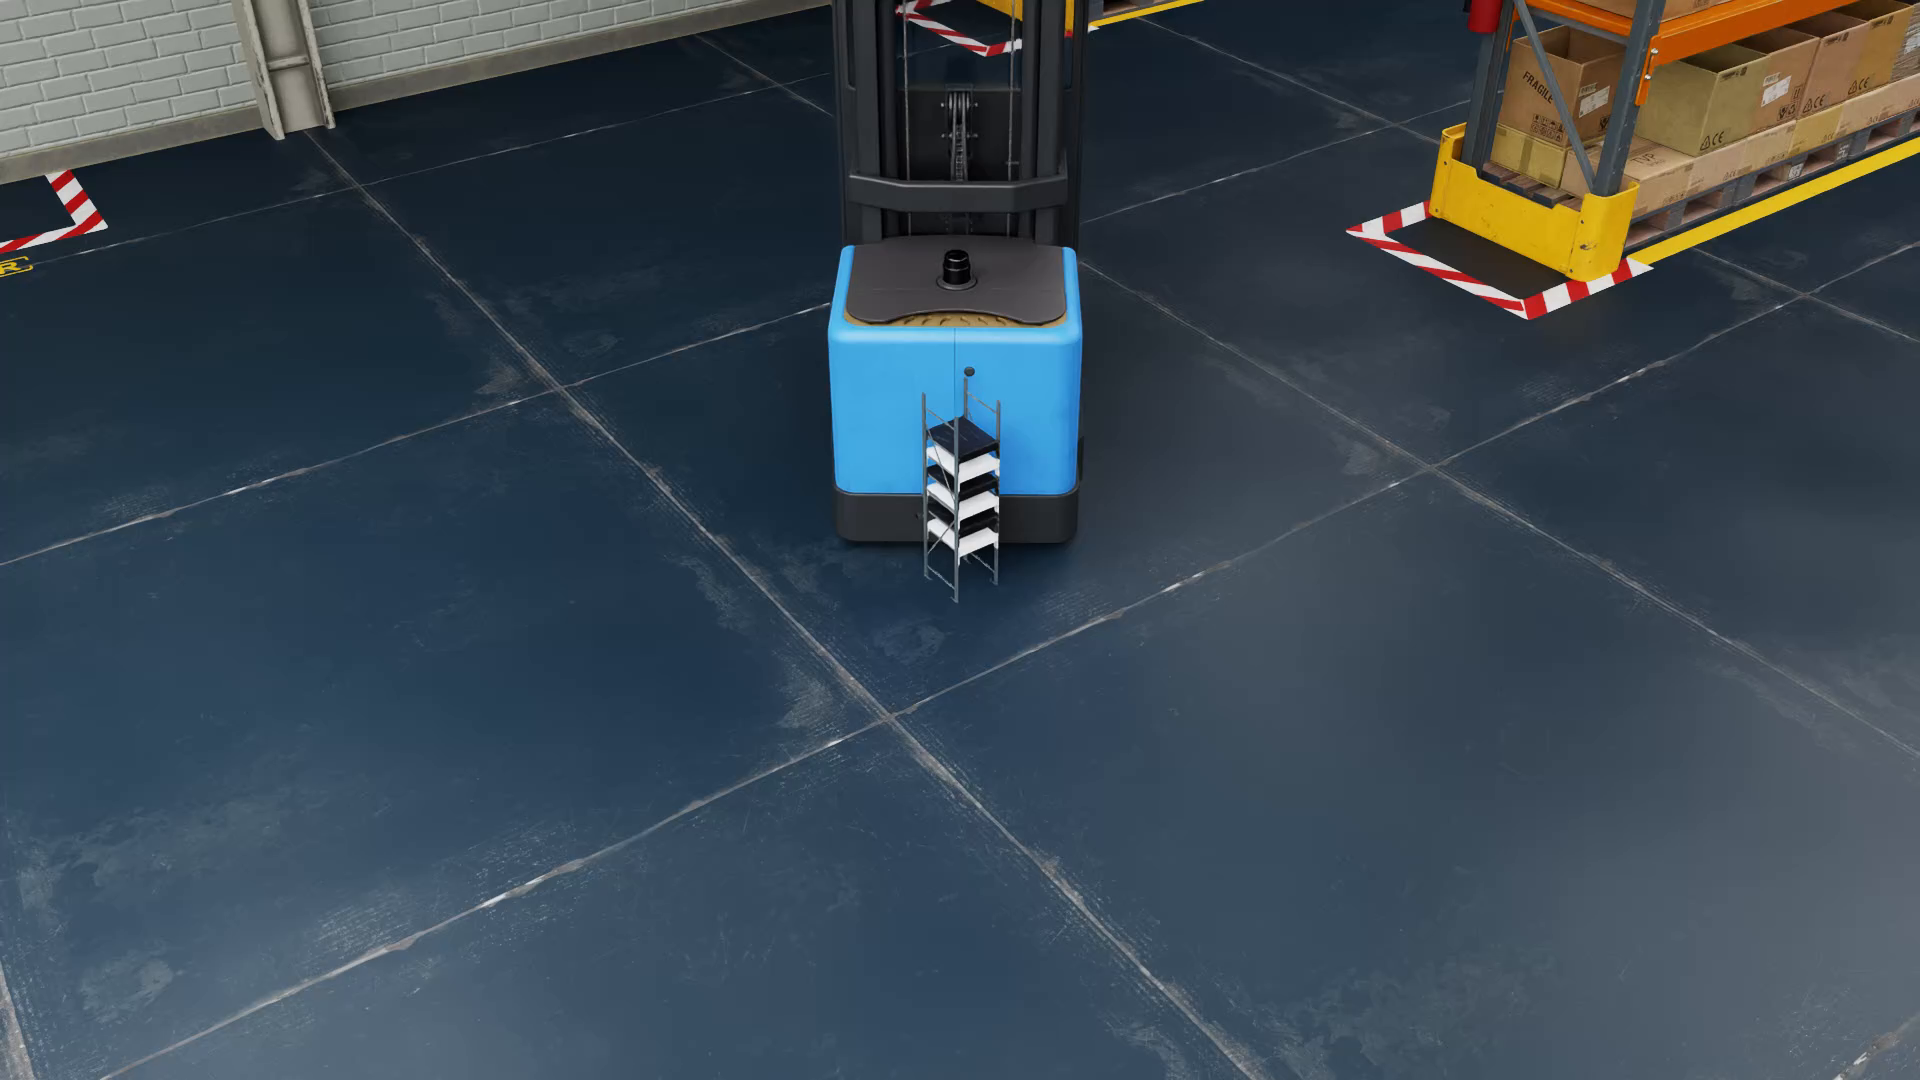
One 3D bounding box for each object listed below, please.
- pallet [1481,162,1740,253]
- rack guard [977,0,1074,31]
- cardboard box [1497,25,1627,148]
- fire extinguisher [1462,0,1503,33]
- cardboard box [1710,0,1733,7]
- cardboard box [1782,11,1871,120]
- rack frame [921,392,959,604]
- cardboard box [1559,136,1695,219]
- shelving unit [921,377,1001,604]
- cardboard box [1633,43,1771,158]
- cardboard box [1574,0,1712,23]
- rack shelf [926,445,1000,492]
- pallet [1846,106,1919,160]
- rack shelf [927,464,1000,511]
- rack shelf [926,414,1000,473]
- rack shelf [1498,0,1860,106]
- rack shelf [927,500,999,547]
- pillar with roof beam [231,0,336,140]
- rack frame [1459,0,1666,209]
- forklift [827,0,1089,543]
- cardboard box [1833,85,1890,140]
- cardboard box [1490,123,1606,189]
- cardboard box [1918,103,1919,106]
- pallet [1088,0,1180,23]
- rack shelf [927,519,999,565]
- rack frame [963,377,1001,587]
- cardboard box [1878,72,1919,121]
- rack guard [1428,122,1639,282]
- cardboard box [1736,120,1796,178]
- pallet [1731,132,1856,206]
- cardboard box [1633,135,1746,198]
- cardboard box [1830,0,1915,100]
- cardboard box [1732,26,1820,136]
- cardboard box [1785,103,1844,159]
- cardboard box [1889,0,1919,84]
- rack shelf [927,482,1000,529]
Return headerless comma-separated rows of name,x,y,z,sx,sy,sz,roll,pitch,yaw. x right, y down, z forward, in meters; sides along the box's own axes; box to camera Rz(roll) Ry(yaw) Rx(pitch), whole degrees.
pallet,3.886,-2.127,10.027,1.213,0.211,1.003,-22,41,-28
rack guard,0.490,-4.356,12.878,0.348,0.500,1.175,-22,41,-28
cardboard box,3.552,-2.663,9.737,0.500,0.500,0.500,-22,41,-28
fire extinguisher,2.920,-3.133,9.103,0.183,0.674,0.296,-22,41,-28
cardboard box,4.100,-3.353,9.257,0.500,0.500,0.700,-21,41,-27
cardboard box,5.079,-2.918,10.092,0.500,0.500,0.500,-22,41,-28
rack frame,-0.079,-0.157,6.698,0.006,0.900,0.240,-23,42,-28
cardboard box,3.851,-2.111,9.611,0.500,0.250,0.500,-22,41,-28
shelving unit,0.004,-0.192,6.747,0.210,0.900,0.258,-23,42,-28
cardboard box,4.259,-2.584,9.627,0.500,0.500,0.500,-22,41,-28
cardboard box,3.674,-3.174,9.008,0.500,0.500,0.700,-22,41,-28
rack shelf,0.004,-0.311,6.661,0.200,0.077,0.258,-23,42,-28
pallet,5.880,-2.948,11.168,1.213,0.211,1.003,-22,41,-28
rack shelf,0.004,-0.238,6.714,0.200,0.077,0.258,-23,42,-28
rack shelf,0.004,-0.384,6.608,0.200,0.077,0.258,-23,42,-28
rack shelf,4.919,-3.363,9.973,4.000,0.370,1.077,-22,41,-28
rack shelf,0.004,-0.092,6.819,0.200,0.077,0.258,-23,42,-28
pillar with roof beam,-1.923,-4.356,5.600,0.400,9.000,9.100,-22,41,-28
rack frame,3.285,-2.982,8.827,0.127,3.000,1.000,-22,41,-28
forklift,0.006,-2.006,7.529,1.130,2.935,3.031,1,36,1
cardboard box,5.486,-2.783,10.545,0.500,0.250,0.500,-22,41,-28
cardboard box,3.553,-2.358,9.954,0.500,0.250,0.500,-22,41,-28
cardboard box,6.301,-3.121,11.016,0.500,0.250,0.500,-22,41,-28
pallet,1.174,-4.495,13.319,1.213,0.211,1.003,-22,41,-28
rack shelf,0.004,-0.019,6.871,0.200,0.077,0.258,-23,42,-28
rack frame,0.086,-0.227,6.795,0.006,0.900,0.240,-23,42,-28
cardboard box,5.887,-2.958,10.789,0.500,0.250,0.500,-22,41,-28
rack guard,3.265,-1.959,9.546,0.348,0.500,1.175,-22,41,-28
cardboard box,4.667,-2.448,10.081,0.500,0.250,0.500,-22,41,-28
pallet,4.882,-2.535,10.594,1.213,0.211,1.003,-22,41,-28
cardboard box,4.258,-2.280,9.847,0.500,0.250,0.500,-22,41,-28
cardboard box,5.479,-3.093,10.335,0.500,0.500,0.500,-22,41,-28
cardboard box,4.660,-2.758,9.869,0.500,0.500,0.500,-22,41,-28
cardboard box,5.078,-2.614,10.311,0.500,0.250,0.500,-22,41,-28
cardboard box,5.886,-3.263,10.571,0.500,0.500,0.500,-22,41,-28
rack shelf,0.004,-0.165,6.766,0.200,0.077,0.258,-23,42,-28
